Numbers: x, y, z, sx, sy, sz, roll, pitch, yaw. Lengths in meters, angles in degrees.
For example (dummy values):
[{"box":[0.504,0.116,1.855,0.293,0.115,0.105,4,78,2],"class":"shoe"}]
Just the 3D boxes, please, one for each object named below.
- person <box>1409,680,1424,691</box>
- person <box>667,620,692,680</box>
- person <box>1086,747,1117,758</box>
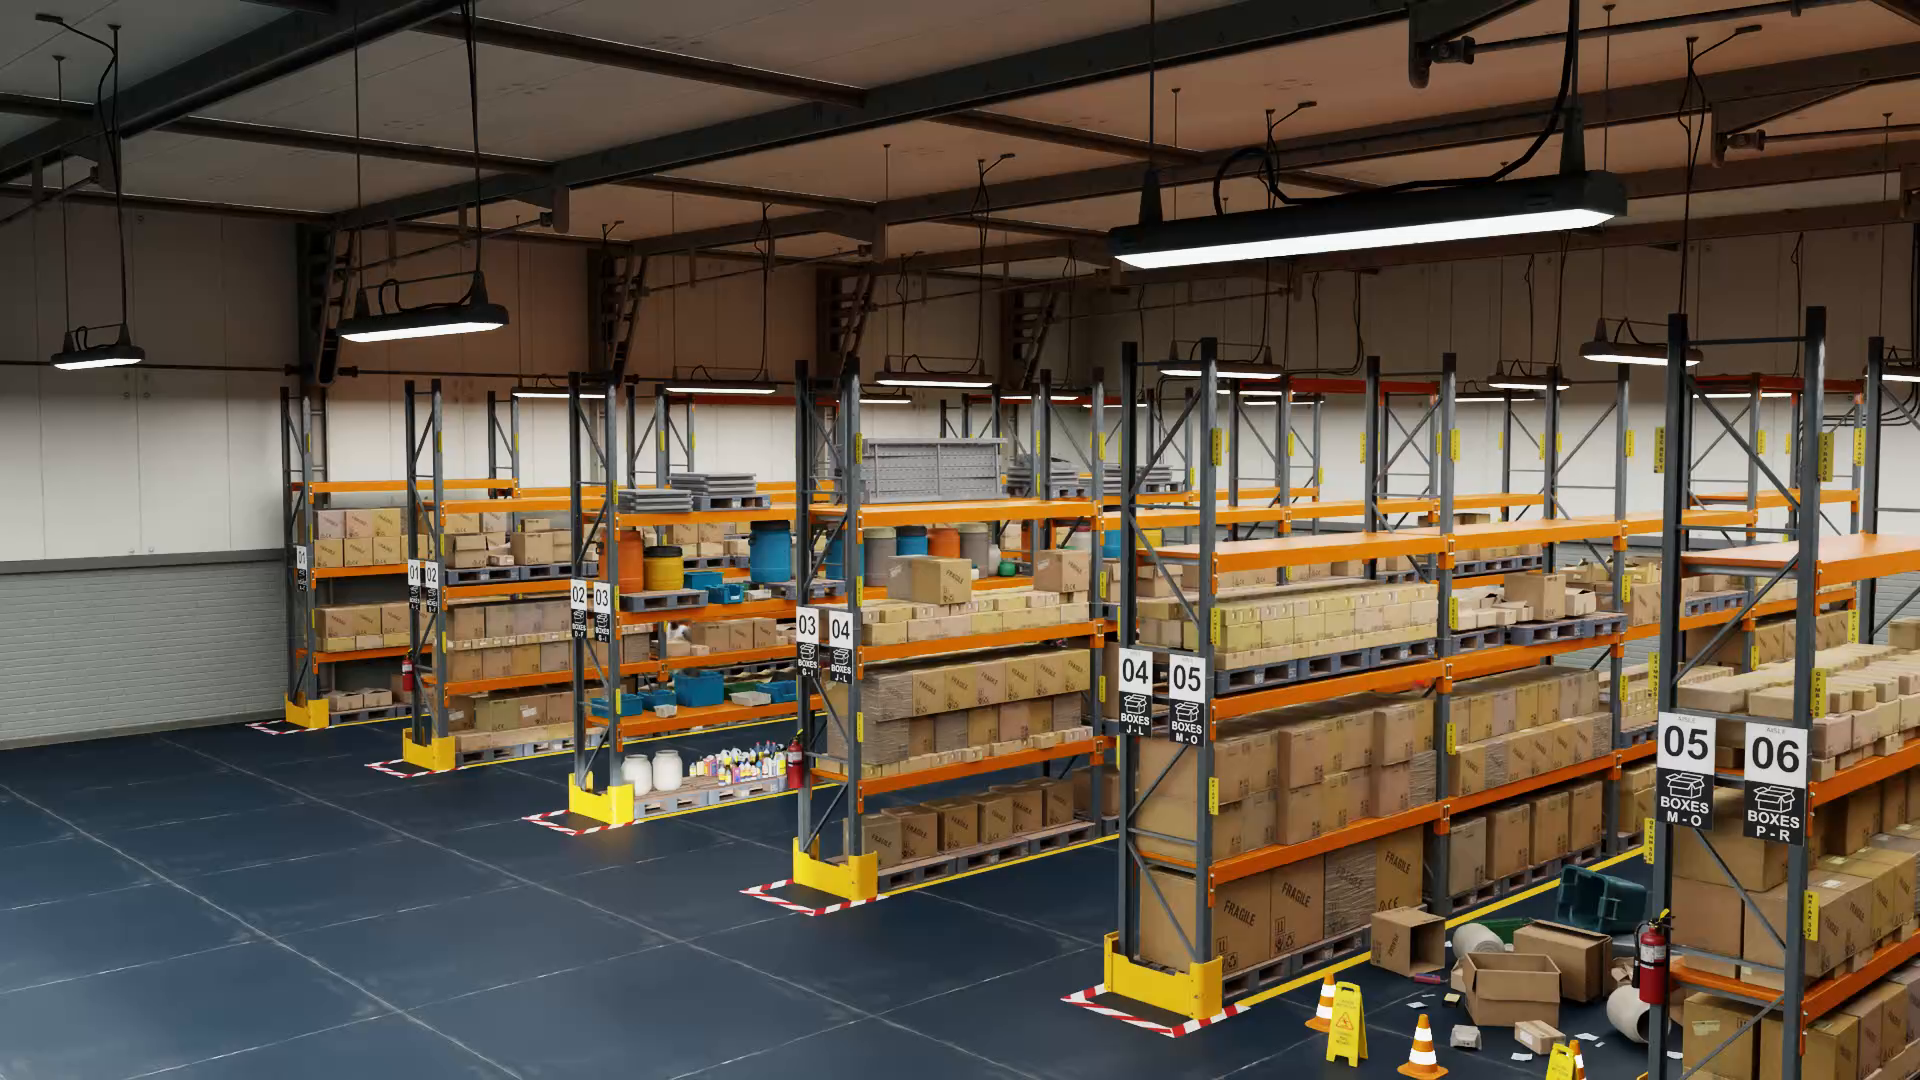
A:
[{"box":[6.516,2.771,23.646,0.679,1.751,0.728,-3,5,-36],"class":"person"},{"box":[-5.520,2.233,32.527,0.679,1.722,0.585,2,4,24],"class":"person"},{"box":[2.220,2.859,24.587,1.184,1.540,0.654,-2,4,-27],"class":"person"}]
